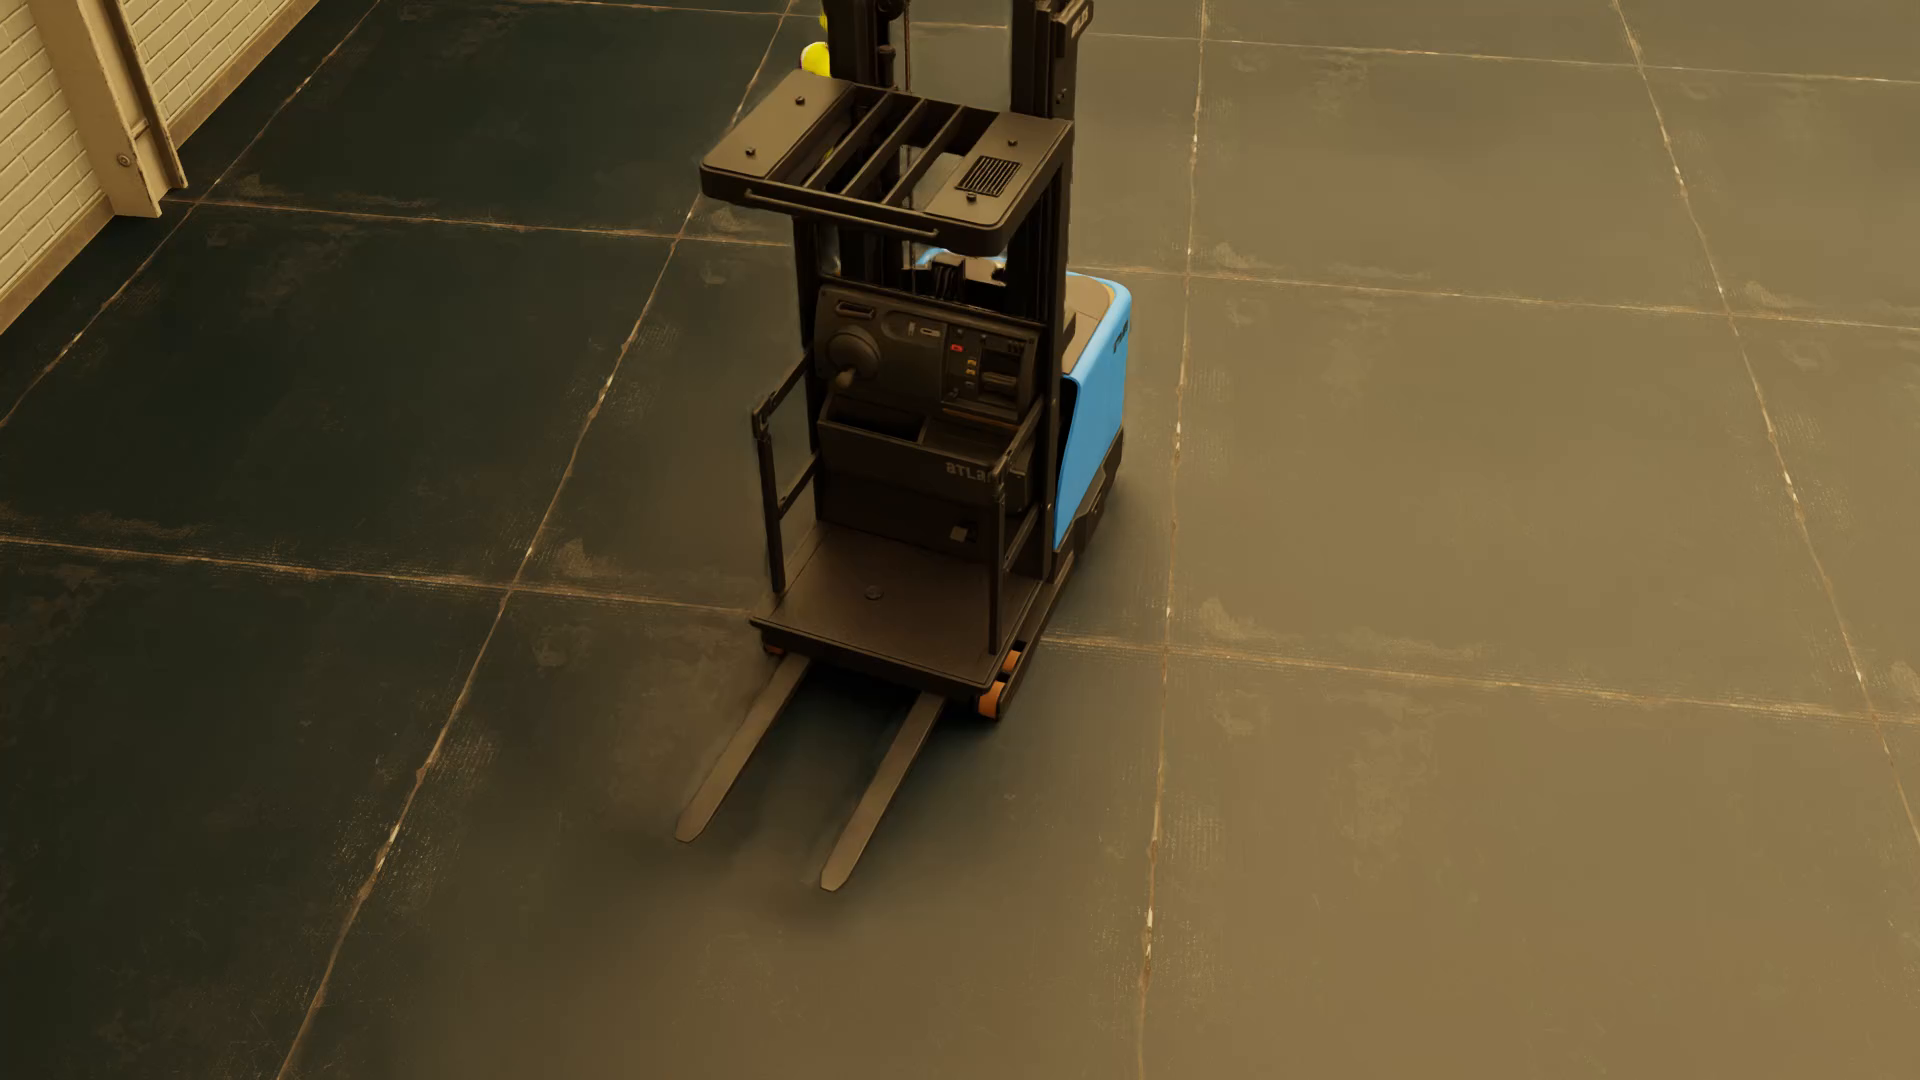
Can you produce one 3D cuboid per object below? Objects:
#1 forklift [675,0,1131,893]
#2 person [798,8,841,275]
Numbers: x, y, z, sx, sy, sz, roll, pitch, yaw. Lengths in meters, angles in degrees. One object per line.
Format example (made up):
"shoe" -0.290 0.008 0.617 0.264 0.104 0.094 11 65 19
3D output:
"forklift" -0.219 -0.648 6.430 1.130 2.935 3.031 15 45 16
"person" -0.596 -2.047 8.824 0.393 1.757 0.756 -22 47 -22
